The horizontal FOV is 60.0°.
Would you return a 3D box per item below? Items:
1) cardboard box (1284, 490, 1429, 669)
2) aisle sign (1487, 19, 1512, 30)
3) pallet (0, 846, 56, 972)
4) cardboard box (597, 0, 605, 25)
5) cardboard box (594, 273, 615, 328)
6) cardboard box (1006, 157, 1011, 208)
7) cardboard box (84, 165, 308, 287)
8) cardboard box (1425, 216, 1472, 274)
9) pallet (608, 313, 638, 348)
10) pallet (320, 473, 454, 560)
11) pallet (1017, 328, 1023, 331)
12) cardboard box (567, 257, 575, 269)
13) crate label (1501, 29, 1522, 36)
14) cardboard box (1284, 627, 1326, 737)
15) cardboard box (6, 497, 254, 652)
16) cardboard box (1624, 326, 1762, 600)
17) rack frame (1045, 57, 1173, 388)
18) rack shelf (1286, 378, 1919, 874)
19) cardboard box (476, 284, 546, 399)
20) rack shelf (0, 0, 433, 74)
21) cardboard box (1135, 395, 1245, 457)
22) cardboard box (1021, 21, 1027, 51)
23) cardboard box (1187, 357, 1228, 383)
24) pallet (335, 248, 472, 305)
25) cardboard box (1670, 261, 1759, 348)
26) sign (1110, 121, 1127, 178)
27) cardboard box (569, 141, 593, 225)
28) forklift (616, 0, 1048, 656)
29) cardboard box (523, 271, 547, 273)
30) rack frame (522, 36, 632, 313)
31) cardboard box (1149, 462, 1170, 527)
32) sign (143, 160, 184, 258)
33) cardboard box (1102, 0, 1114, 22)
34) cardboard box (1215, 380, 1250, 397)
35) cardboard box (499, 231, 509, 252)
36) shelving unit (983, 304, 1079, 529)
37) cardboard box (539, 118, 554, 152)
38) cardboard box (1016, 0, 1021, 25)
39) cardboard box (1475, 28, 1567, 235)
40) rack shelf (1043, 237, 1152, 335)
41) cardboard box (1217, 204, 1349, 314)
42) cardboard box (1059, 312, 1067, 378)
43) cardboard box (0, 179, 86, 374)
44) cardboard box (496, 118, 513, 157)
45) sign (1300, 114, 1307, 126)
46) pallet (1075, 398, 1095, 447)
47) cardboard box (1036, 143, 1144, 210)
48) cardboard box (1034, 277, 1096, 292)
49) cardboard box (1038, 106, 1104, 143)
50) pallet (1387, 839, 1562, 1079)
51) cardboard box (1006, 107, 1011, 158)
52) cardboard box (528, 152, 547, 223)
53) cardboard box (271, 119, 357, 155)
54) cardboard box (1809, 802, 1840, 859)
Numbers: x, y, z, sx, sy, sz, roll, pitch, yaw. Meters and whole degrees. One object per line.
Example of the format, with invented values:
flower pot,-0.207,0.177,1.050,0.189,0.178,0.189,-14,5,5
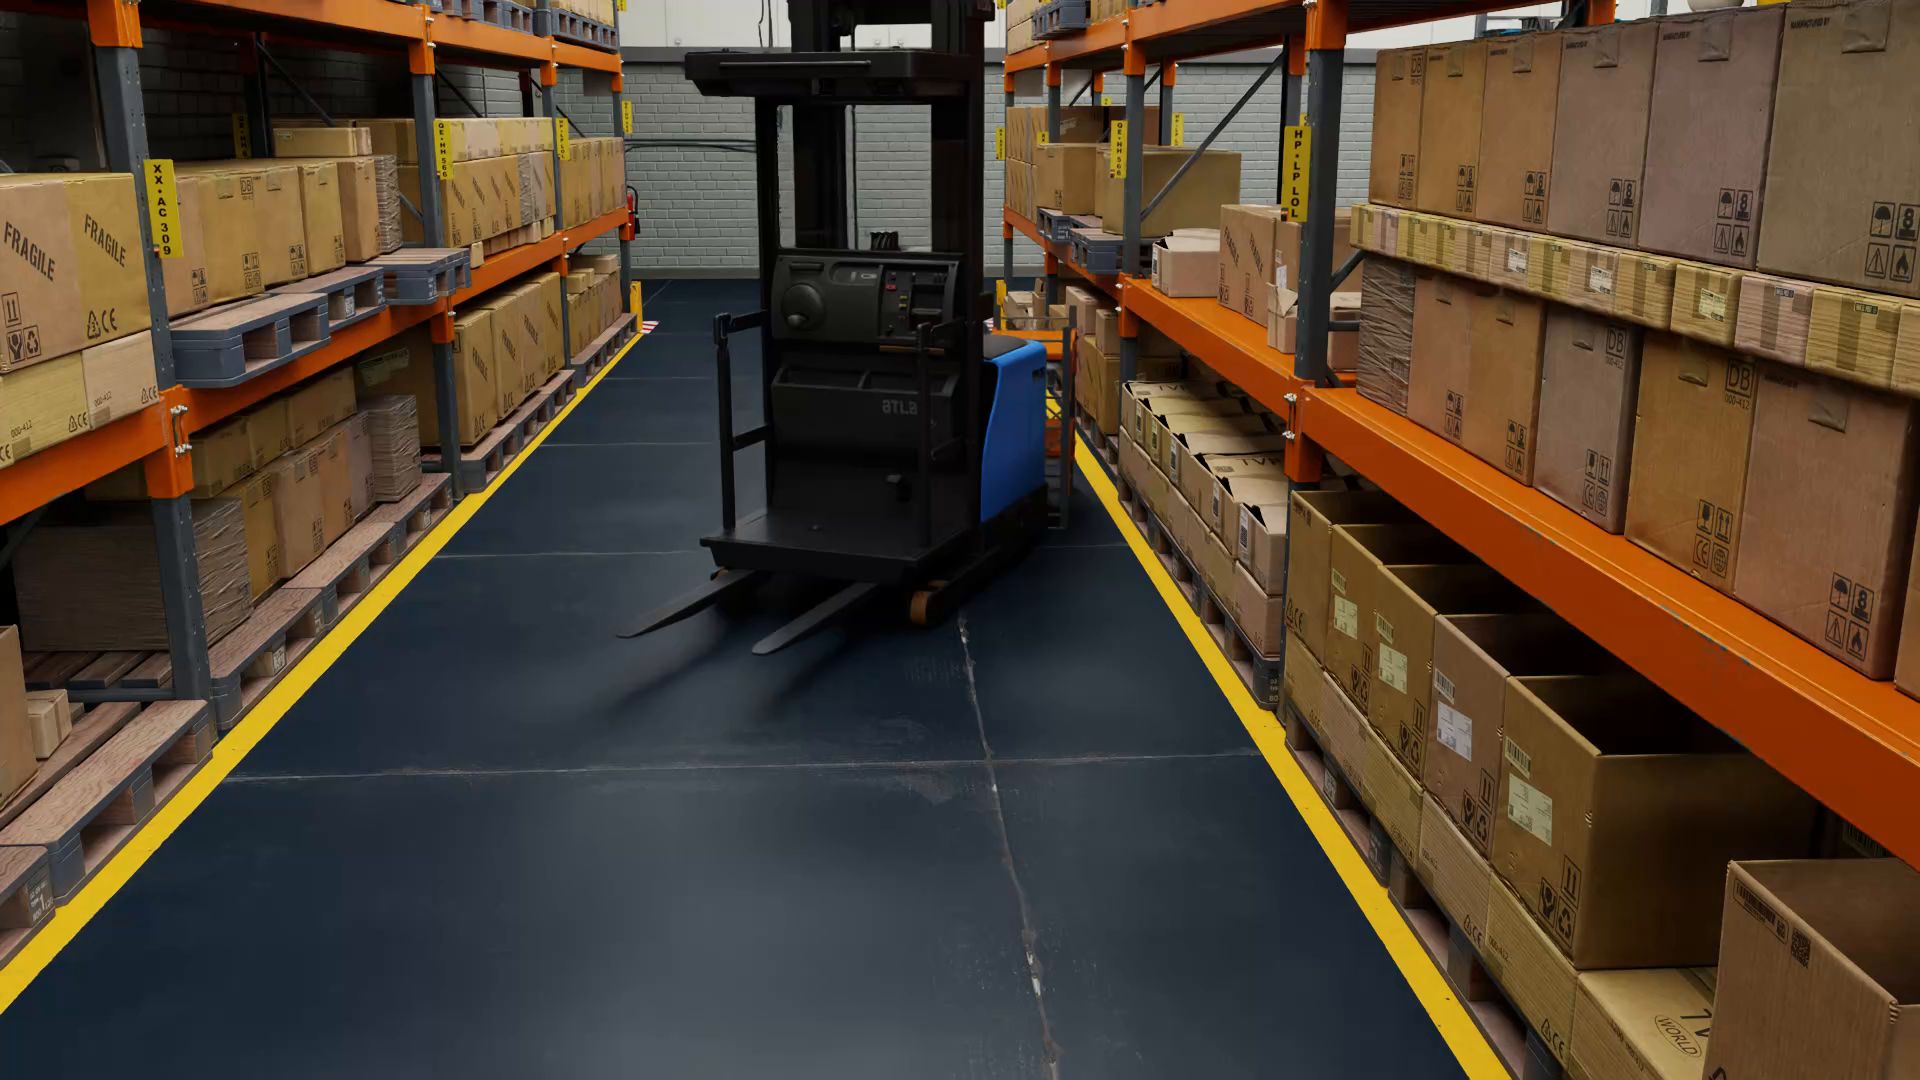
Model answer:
cardboard box,1.431,0.122,5.703,0.500,0.500,0.500,-1,14,-3
aisle sign,5.615,-5.095,17.593,0.394,0.787,0.004,-1,14,-3
pallet,-3.073,1.135,4.190,1.003,0.211,1.213,-1,14,-3
cardboard box,-3.628,-4.995,15.656,0.500,0.250,0.500,-1,14,-6
cardboard box,-3.798,-2.366,16.376,0.700,0.500,0.500,-1,14,-4
cardboard box,0.736,-3.682,17.115,0.500,0.500,0.500,-1,14,-2
cardboard box,-3.326,-1.377,7.274,0.700,0.500,0.500,1,14,4
cardboard box,1.590,-0.864,4.863,0.380,0.149,0.250,-1,14,-4
pallet,-3.845,-2.122,16.850,1.003,0.211,1.213,-1,14,-3
pallet,-3.430,-0.136,9.130,1.003,0.211,1.213,-1,14,-3
pallet,1.099,-1.877,15.899,1.003,0.211,1.213,-1,14,-3
cardboard box,-4.004,-2.707,16.398,0.380,0.149,0.250,-1,14,-3
crate label,5.650,-4.969,16.599,0.408,0.251,0.502,-1,14,-3
cardboard box,1.441,0.485,5.797,0.500,0.250,0.500,-1,14,-3
cardboard box,-3.291,0.129,6.639,0.700,0.500,0.500,0,14,-2
cardboard box,1.885,-0.187,3.534,0.700,0.500,0.500,-1,14,-3
rack frame,1.220,-2.753,13.706,1.000,3.000,0.127,-1,14,-3
rack shelf,1.839,0.083,4.129,1.077,0.370,4.000,-1,14,-3
cardboard box,-3.496,-1.457,12.141,0.750,0.750,0.750,0,14,-2
rack shelf,-3.353,-2.287,7.321,1.077,0.370,4.000,-1,14,-3
cardboard box,1.248,-0.636,9.028,0.500,0.311,0.500,-1,14,-5
cardboard box,0.838,-4.623,15.255,0.500,0.250,0.500,-1,14,-3
cardboard box,1.724,-0.878,10.553,0.500,0.500,0.500,0,14,-1
pallet,-3.326,-1.412,8.880,1.213,0.211,1.003,-1,14,-3
cardboard box,1.686,-0.480,3.368,0.380,0.149,0.250,0,14,-2
sign,0.926,-2.270,9.663,0.100,0.325,0.005,-1,14,-3
cardboard box,-3.781,-3.137,14.599,0.980,0.700,0.700,-1,14,-5
forklift,-0.525,-1.144,7.590,1.130,2.935,3.031,5,15,20
cardboard box,-3.909,-2.327,14.924,0.380,0.149,0.250,-1,14,-5
rack frame,-3.972,-3.670,17.271,1.000,3.000,0.127,-1,14,-3
cardboard box,1.277,-0.241,8.618,0.500,0.250,0.500,-1,14,-5
sign,-2.688,-1.115,5.604,0.100,0.325,0.005,-1,14,-3
cardboard box,1.375,-3.494,10.366,0.910,0.500,0.500,-1,14,-3
cardboard box,1.746,-0.775,9.568,0.500,0.311,0.500,-1,14,-2
cardboard box,-3.381,-2.101,11.636,0.380,0.149,0.250,0,14,-2
shelving unit,0.401,-0.742,9.654,0.538,1.125,1.048,1,14,5
cardboard box,-3.440,-3.129,12.823,0.500,0.250,0.500,-1,14,-2
cardboard box,0.805,-4.989,15.676,0.500,0.250,0.500,-1,14,-3
cardboard box,1.812,-1.079,4.398,0.700,0.500,0.500,-1,14,-3
rack shelf,1.343,-1.907,11.862,1.077,0.370,4.000,-1,14,-3
cardboard box,1.588,-1.389,8.206,0.500,0.500,0.500,-2,15,-6
cardboard box,1.050,-1.499,12.965,0.500,0.500,0.500,-1,14,-3
cardboard box,-2.854,-0.749,4.674,0.500,0.500,0.500,-1,14,-4
cardboard box,-3.354,-2.748,11.343,0.500,0.250,0.500,-1,14,-5
sign,2.021,-2.328,9.731,0.100,0.325,0.005,-1,14,-3
pallet,1.386,-0.896,12.087,1.003,0.211,1.213,-1,14,-3
cardboard box,1.026,-2.883,13.169,0.700,0.500,0.500,-6,16,-22
cardboard box,1.098,-2.224,15.777,0.797,0.503,0.637,-1,14,-3
cardboard box,0.930,-3.407,14.042,0.500,0.500,0.500,-1,14,-3
pallet,1.801,1.090,4.367,1.003,0.211,1.213,-1,14,-3
cardboard box,0.736,-4.166,16.990,0.500,0.500,0.500,0,14,-2
cardboard box,-3.403,-2.640,12.429,0.500,0.500,0.500,-1,14,-3
cardboard box,-3.763,-2.355,9.816,0.500,0.250,0.500,0,14,-2
cardboard box,2.075,0.611,3.801,0.500,0.500,0.500,-1,14,-3
